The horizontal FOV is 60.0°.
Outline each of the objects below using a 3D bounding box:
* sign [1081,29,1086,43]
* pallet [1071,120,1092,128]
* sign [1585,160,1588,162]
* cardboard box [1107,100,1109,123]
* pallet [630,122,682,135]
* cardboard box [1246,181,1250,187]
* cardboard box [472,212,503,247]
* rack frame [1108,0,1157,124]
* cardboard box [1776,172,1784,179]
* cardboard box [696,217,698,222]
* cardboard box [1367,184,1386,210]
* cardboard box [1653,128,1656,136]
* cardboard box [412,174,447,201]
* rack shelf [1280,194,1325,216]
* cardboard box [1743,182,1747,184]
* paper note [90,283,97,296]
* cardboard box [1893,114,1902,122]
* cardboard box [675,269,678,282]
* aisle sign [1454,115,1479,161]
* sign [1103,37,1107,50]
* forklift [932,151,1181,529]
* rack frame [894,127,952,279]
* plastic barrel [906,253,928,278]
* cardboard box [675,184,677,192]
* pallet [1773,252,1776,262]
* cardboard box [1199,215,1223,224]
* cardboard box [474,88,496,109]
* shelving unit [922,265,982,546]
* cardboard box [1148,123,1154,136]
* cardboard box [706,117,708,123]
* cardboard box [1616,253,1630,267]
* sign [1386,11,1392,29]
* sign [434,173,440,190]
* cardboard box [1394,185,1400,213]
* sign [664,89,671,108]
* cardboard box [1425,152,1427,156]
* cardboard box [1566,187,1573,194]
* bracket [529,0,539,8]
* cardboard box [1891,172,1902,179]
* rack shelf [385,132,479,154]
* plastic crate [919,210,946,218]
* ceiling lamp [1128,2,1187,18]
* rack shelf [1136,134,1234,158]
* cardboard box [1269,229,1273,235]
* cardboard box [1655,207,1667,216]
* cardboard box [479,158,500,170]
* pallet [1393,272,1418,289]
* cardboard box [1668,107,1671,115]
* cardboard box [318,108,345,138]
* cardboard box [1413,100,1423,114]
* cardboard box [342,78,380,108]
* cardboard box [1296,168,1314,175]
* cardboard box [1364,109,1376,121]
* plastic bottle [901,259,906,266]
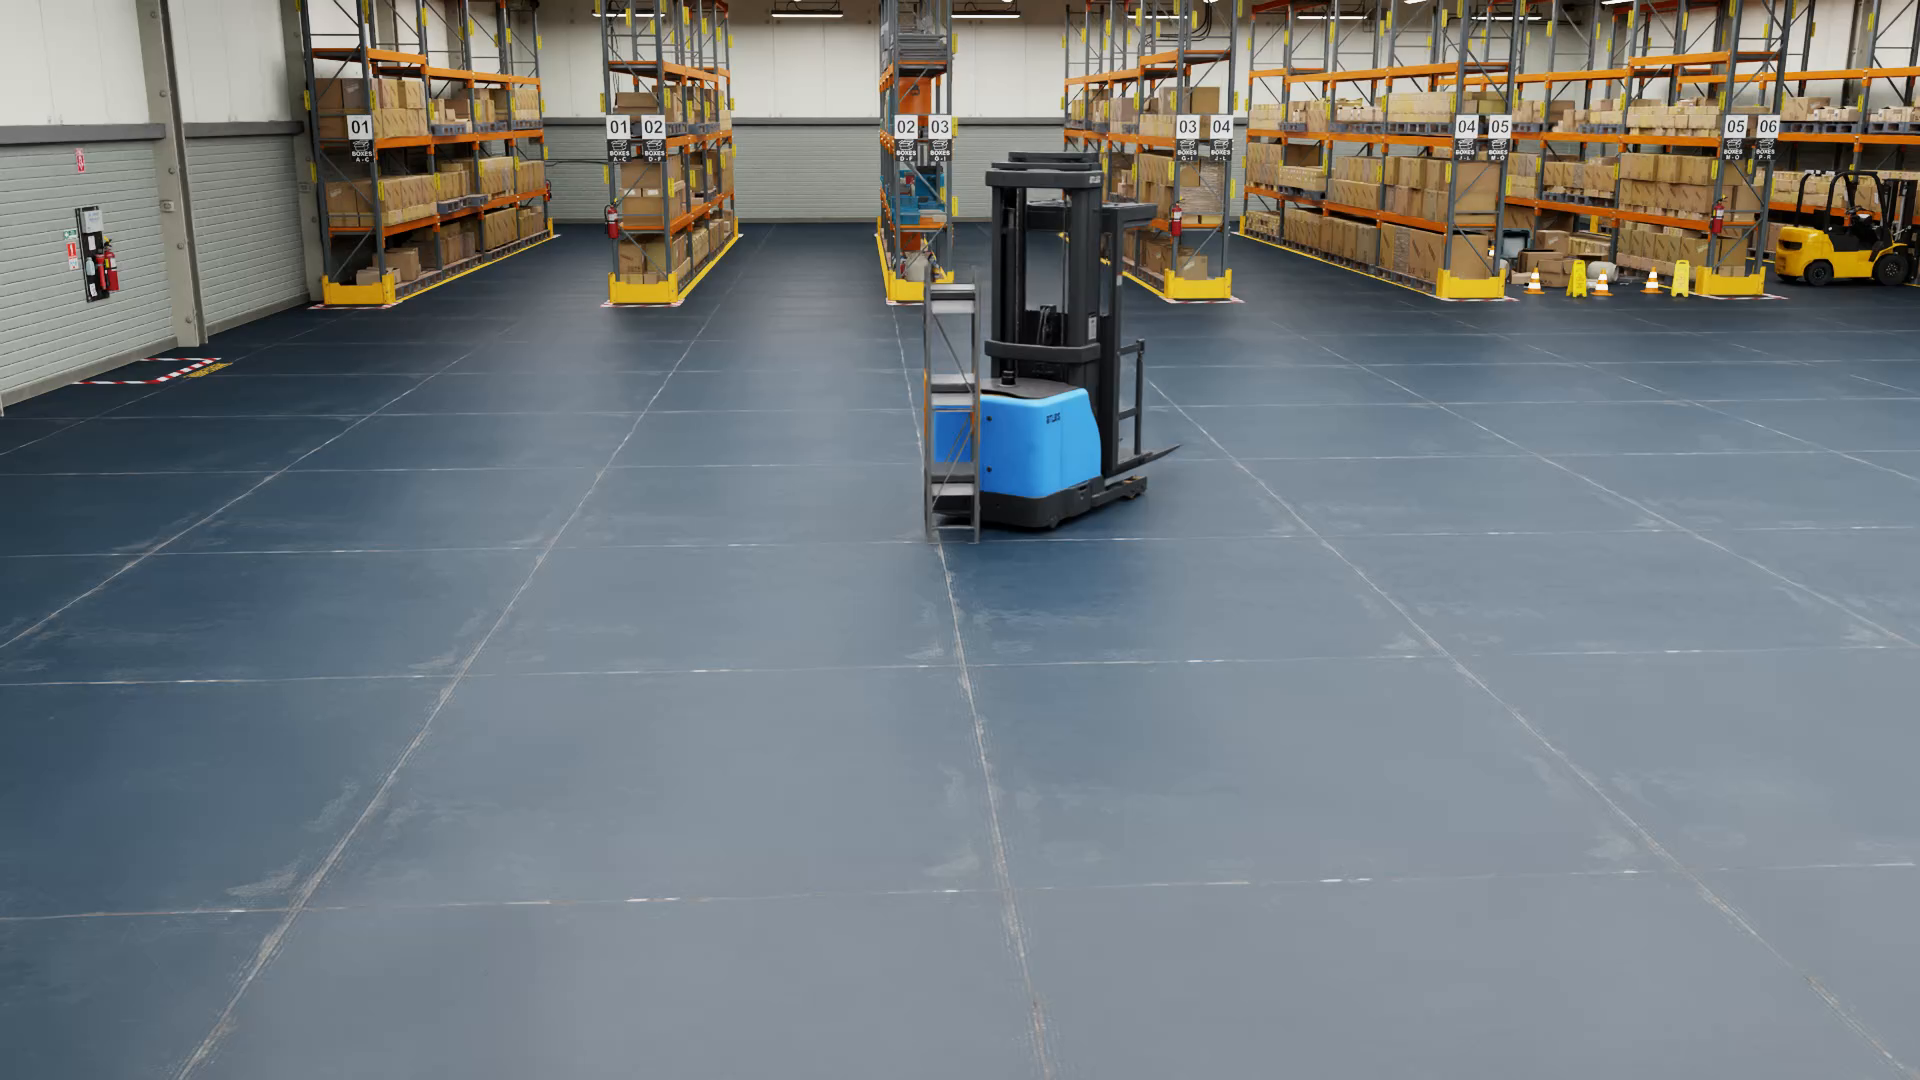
[{"bbox_3d":[3.000,-12.243,40.357,0.100,0.325,0.005,-1,14,-3],"label":"sign"},{"bbox_3d":[3.443,-10.727,42.856,1.003,0.211,1.213,-1,14,-3],"label":"pallet"},{"bbox_3d":[14.236,-8.502,37.886,0.100,0.325,0.005,-1,14,-3],"label":"sign"},{"bbox_3d":[3.694,-9.673,37.530,0.797,0.503,0.637,0,14,0],"label":"cardboard box"},{"bbox_3d":[-5.685,-7.565,30.565,1.003,0.211,1.213,-1,14,-3],"label":"pallet"},{"bbox_3d":[7.958,-9.650,45.015,0.380,0.149,0.250,-1,14,-4],"label":"cardboard box"},{"bbox_3d":[-10.990,-7.152,38.274,0.750,0.750,0.750,-1,14,-4],"label":"cardboard box"},{"bbox_3d":[3.804,-10.721,36.636,1.000,3.000,0.127,-1,14,-3],"label":"rack frame"},{"bbox_3d":[18.462,-8.131,37.104,0.380,0.149,0.250,-1,14,-3],"label":"cardboard box"},{"bbox_3d":[-6.483,-7.652,39.374,0.500,0.250,0.500,-1,14,-3],"label":"cardboard box"},{"bbox_3d":[8.709,-7.047,34.193,0.500,0.500,0.500,-1,14,-4],"label":"cardboard box"},{"bbox_3d":[13.784,-7.968,32.461,0.380,0.149,0.250,-1,14,-5],"label":"cardboard box"},{"bbox_3d":[-10.805,-7.119,33.593,0.700,0.500,0.500,1,14,2],"label":"cardboard box"},{"bbox_3d":[8.636,-8.016,39.607,1.077,0.370,4.000,-1,14,-3],"label":"rack shelf"},{"bbox_3d":[18.225,-8.286,38.871,0.380,0.149,0.250,-1,14,-2],"label":"cardboard box"},{"bbox_3d":[-11.010,-3.179,21.128,0.016,0.148,0.142,-1,14,-3],"label":"paper note"},{"bbox_3d":[18.669,-8.327,32.812,0.380,0.149,0.250,0,14,-2],"label":"cardboard box"},{"bbox_3d":[-5.434,-4.807,30.366,0.500,0.250,0.500,-1,14,-3],"label":"cardboard box"},{"bbox_3d":[8.961,-7.115,29.441,0.394,0.787,0.004,-1,14,-3],"label":"aisle sign"},{"bbox_3d":[3.850,-13.206,44.262,0.100,0.325,0.005,-1,14,-3],"label":"sign"},{"bbox_3d":[0.985,-1.826,14.241,1.130,2.935,3.031,9,17,31],"label":"forklift"},{"bbox_3d":[-0.644,-5.750,29.354,1.000,3.000,0.127,-1,14,-3],"label":"rack frame"},{"bbox_3d":[-0.792,-5.036,30.728,0.421,0.512,0.421,0,14,0],"label":"plastic barrel"},{"bbox_3d":[-5.509,-6.586,31.100,0.380,0.149,0.250,0,14,-2],"label":"cardboard box"},{"bbox_3d":[18.733,-6.188,36.653,1.003,0.211,1.213,-1,14,-3],"label":"pallet"},{"bbox_3d":[4.520,-5.779,29.972,0.380,0.149,0.250,-1,14,-3],"label":"cardboard box"},{"bbox_3d":[-11.552,-10.746,40.507,0.500,0.500,0.500,-1,14,-4],"label":"cardboard box"},{"bbox_3d":[-0.065,-1.038,12.848,0.431,2.100,0.503,-1,14,-3],"label":"shelving unit"},{"bbox_3d":[3.882,-7.830,31.720,0.500,0.250,0.500,-1,15,-6],"label":"cardboard box"},{"bbox_3d":[-6.208,-9.529,37.822,0.910,0.500,0.500,-1,14,-3],"label":"cardboard box"},{"bbox_3d":[13.709,-5.695,33.816,0.500,0.250,0.500,-2,15,-6],"label":"cardboard box"},{"bbox_3d":[8.467,-10.257,32.800,0.100,0.325,0.005,-1,14,-3],"label":"sign"},{"bbox_3d":[-10.239,-7.021,32.558,0.100,0.325,0.005,-1,14,-3],"label":"sign"},{"bbox_3d":[9.100,-6.717,32.813,0.875,0.550,0.550,-1,14,-3],"label":"cardboard box"},{"bbox_3d":[-5.034,-7.596,28.595,0.100,0.325,0.005,-1,14,-3],"label":"sign"},{"bbox_3d":[12.944,-10.367,45.093,0.500,0.500,0.500,-1,14,-5],"label":"cardboard box"},{"bbox_3d":[13.573,-7.700,36.594,0.380,0.149,0.250,0,14,0],"label":"cardboard box"},{"bbox_3d":[-12.372,-15.581,48.300,0.235,0.232,0.430,-1,14,-3],"label":"bracket"},{"bbox_3d":[18.708,-7.218,32.960,0.380,0.149,0.250,-1,14,-4],"label":"cardboard box"},{"bbox_3d":[-10.904,-8.193,34.275,1.077,0.370,4.000,-1,14,-3],"label":"rack shelf"},{"bbox_3d":[-0.539,-6.217,31.699,0.530,0.136,0.437,-1,14,-3],"label":"plastic crate"},{"bbox_3d":[5.672,-16.244,46.388,2.000,3.185,0.800,-1,14,-3],"label":"ceiling lamp"},{"bbox_3d":[4.175,-7.428,31.300,1.077,0.370,4.000,-1,14,-3],"label":"rack shelf"},{"bbox_3d":[8.135,-7.908,42.620,0.380,0.149,0.250,-1,14,-5],"label":"cardboard box"},{"bbox_3d":[13.755,-6.389,32.341,0.380,0.149,0.250,-1,14,-4],"label":"cardboard box"},{"bbox_3d":[-10.905,-8.654,38.297,0.500,0.250,0.500,-1,14,-5],"label":"cardboard box"},{"bbox_3d":[9.056,-5.028,32.143,1.003,0.211,1.213,-1,14,-3],"label":"pallet"},{"bbox_3d":[13.815,-8.223,31.849,0.380,0.149,0.250,-1,14,-2],"label":"cardboard box"},{"bbox_3d":[-10.811,-7.208,28.759,0.500,0.500,0.500,0,14,1],"label":"cardboard box"},{"bbox_3d":[8.856,-8.146,31.307,0.500,0.250,0.500,-1,14,-3],"label":"cardboard box"},{"bbox_3d":[-10.314,-7.692,28.633,0.500,0.500,0.500,-2,15,-7],"label":"cardboard box"},{"bbox_3d":[8.179,-8.738,39.437,0.380,0.149,0.250,0,14,-2],"label":"cardboard box"},{"bbox_3d":[8.712,-8.808,34.478,0.500,0.250,0.500,-1,14,-4],"label":"cardboard box"},{"bbox_3d":[-1.072,-5.287,32.140,0.152,0.276,0.135,-1,14,-3],"label":"plastic bottle"}]
